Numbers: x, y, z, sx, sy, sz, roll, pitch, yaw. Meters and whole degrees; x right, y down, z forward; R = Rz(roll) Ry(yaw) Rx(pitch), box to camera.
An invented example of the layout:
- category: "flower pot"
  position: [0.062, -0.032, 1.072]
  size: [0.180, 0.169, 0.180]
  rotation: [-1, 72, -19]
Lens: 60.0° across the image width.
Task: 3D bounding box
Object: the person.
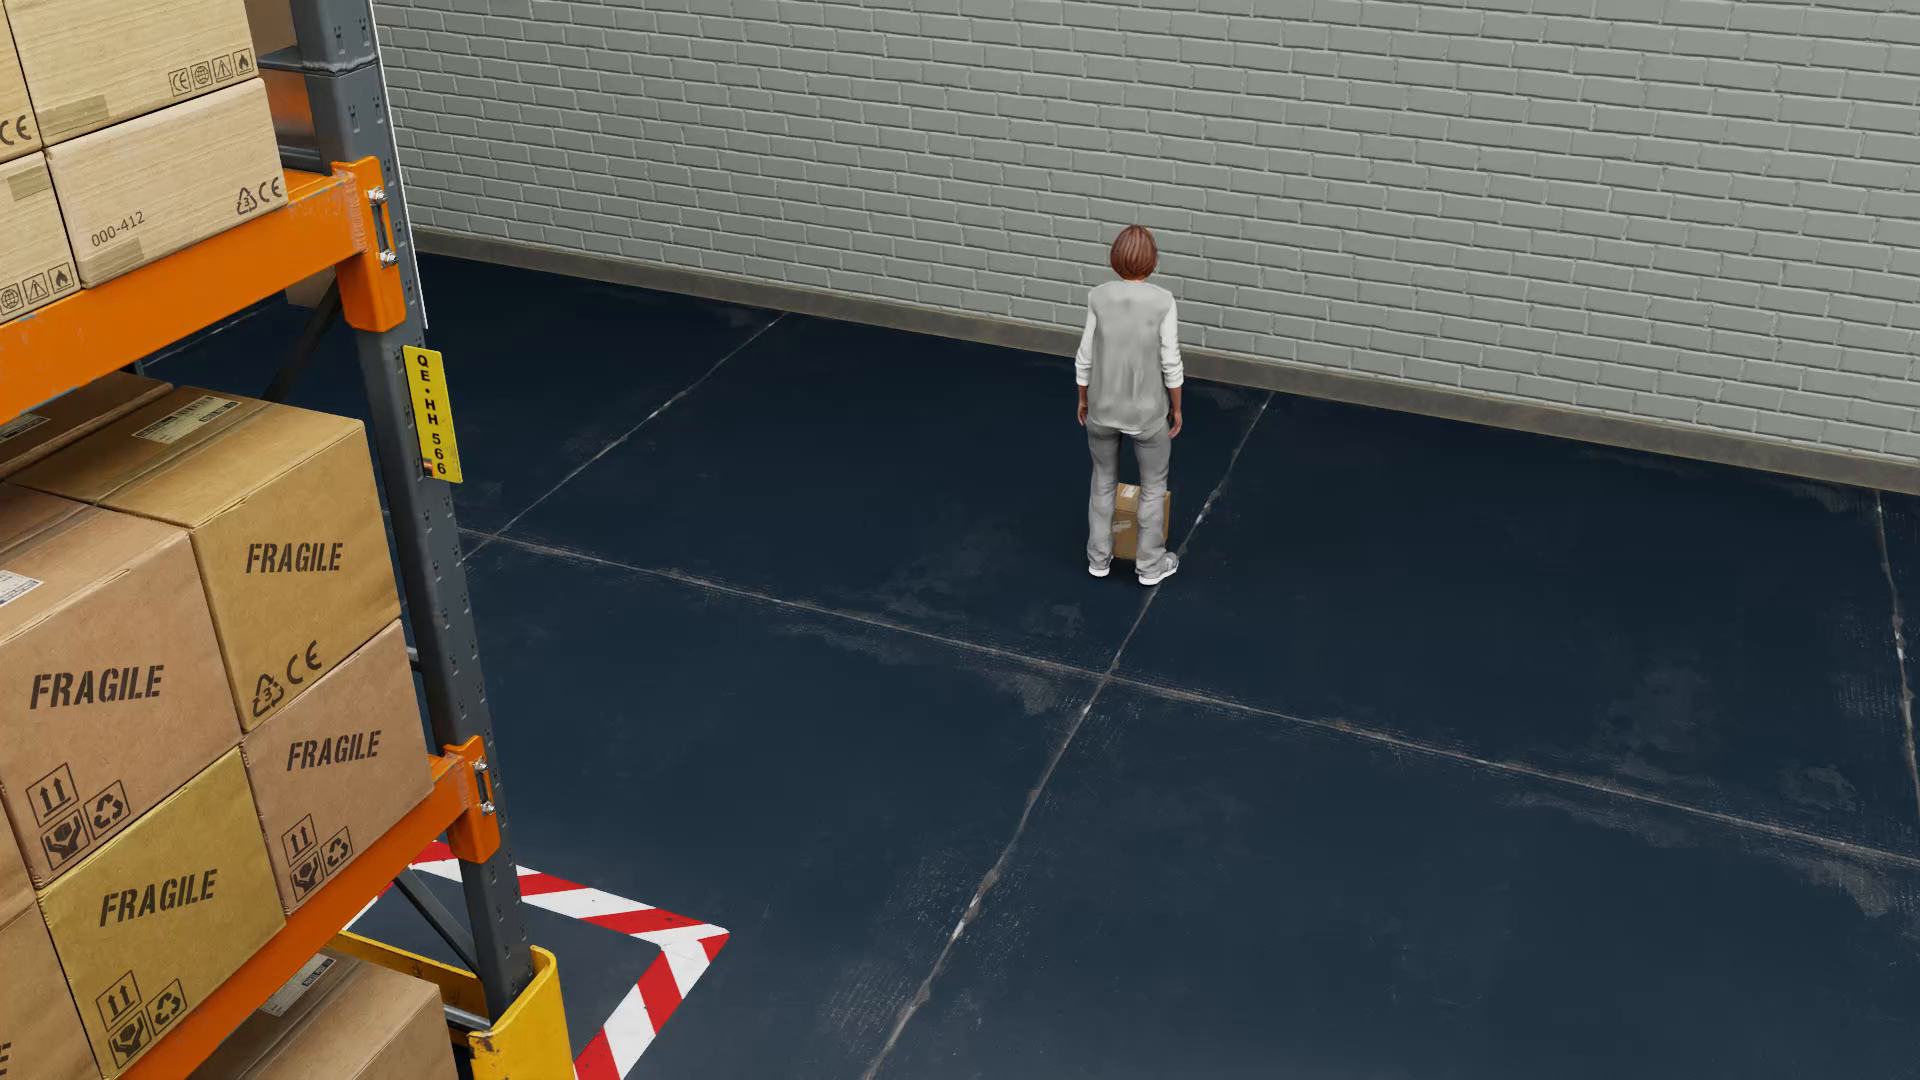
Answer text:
- category: "person"
  position: [0.723, -0.547, 7.088]
  size: [0.479, 1.591, 0.346]
  rotation: [10, 31, 16]
